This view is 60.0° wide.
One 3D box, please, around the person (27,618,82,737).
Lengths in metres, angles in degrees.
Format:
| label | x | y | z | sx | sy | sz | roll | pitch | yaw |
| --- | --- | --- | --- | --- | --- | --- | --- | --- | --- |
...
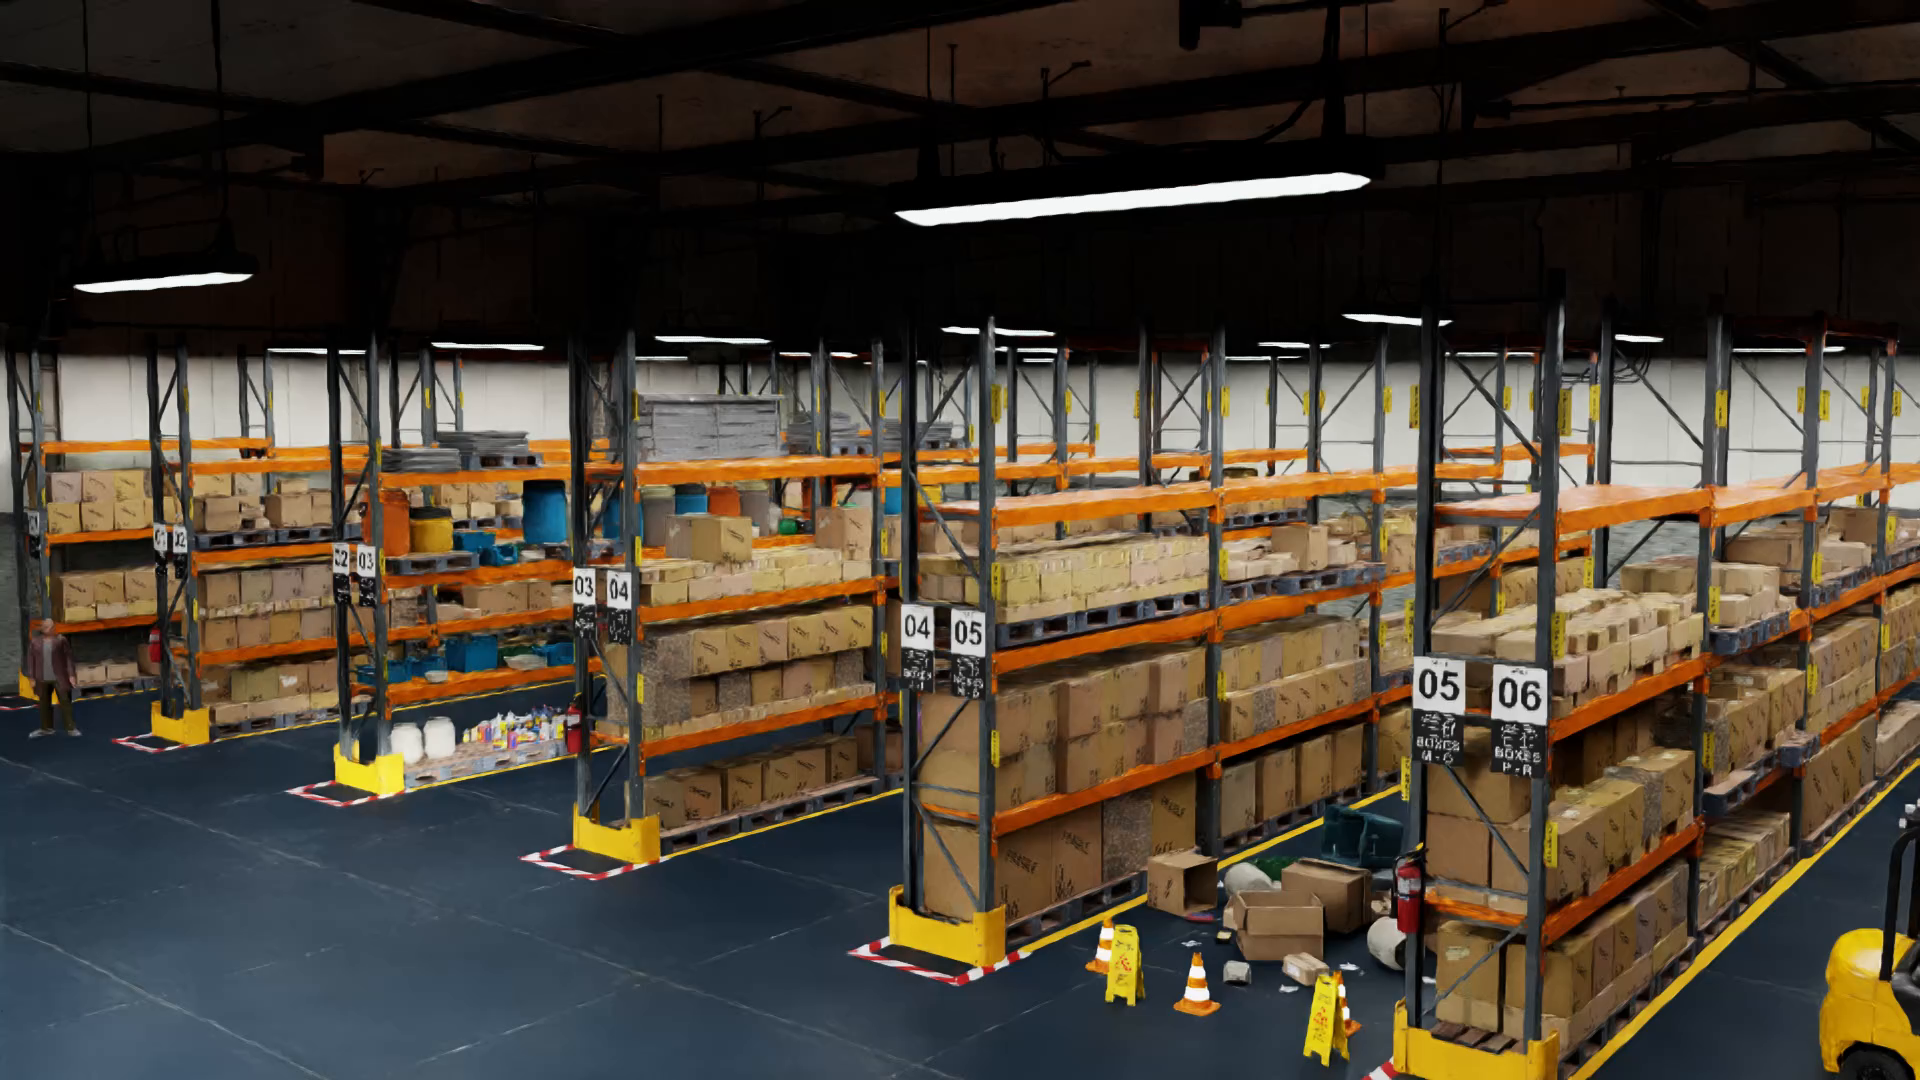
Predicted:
| label | x | y | z | sx | sy | sz | roll | pitch | yaw |
| --- | --- | --- | --- | --- | --- | --- | --- | --- | --- |
| person | -13.465 | 2.044 | 24.698 | 0.766 | 1.773 | 0.574 | -2 | 5 | -18 |

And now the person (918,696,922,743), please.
| label | x | y | z | sx | sy | sz | roll | pitch | yaw |
| --- | --- | --- | --- | --- | --- | --- | --- | --- | --- |
| person | -0.321 | 2.573 | 20.239 | 0.562 | 1.527 | 0.782 | 2 | 6 | 22 |
